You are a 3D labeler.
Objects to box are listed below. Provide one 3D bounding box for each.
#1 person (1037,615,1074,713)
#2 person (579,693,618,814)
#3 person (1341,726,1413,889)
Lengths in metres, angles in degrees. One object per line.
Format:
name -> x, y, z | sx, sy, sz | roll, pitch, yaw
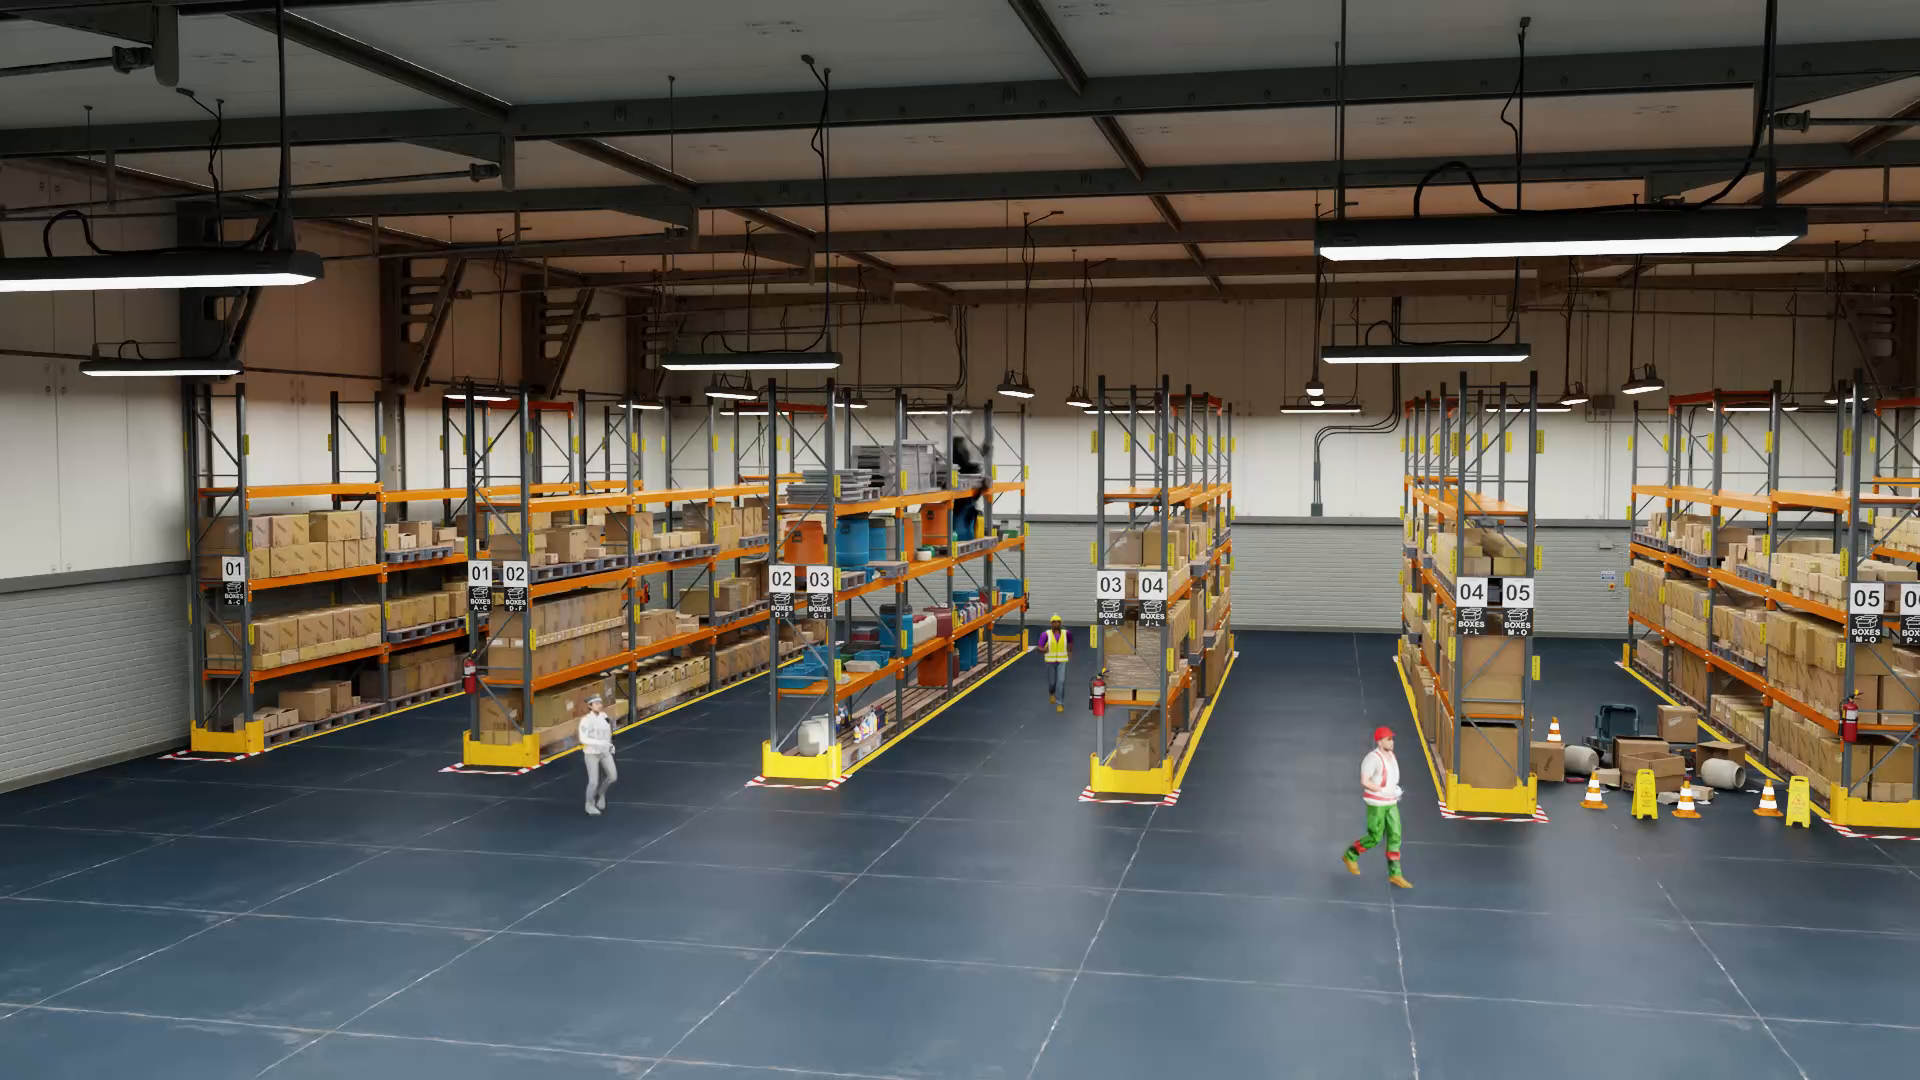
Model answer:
person -> 1.782, 2.267, 30.820 | 0.701, 1.764, 0.972 | 0, 3, -1
person -> -4.850, 2.881, 22.408 | 0.591, 1.660, 0.594 | 3, 5, 44
person -> 4.789, 3.018, 18.990 | 0.686, 1.800, 0.872 | -3, 4, -41
